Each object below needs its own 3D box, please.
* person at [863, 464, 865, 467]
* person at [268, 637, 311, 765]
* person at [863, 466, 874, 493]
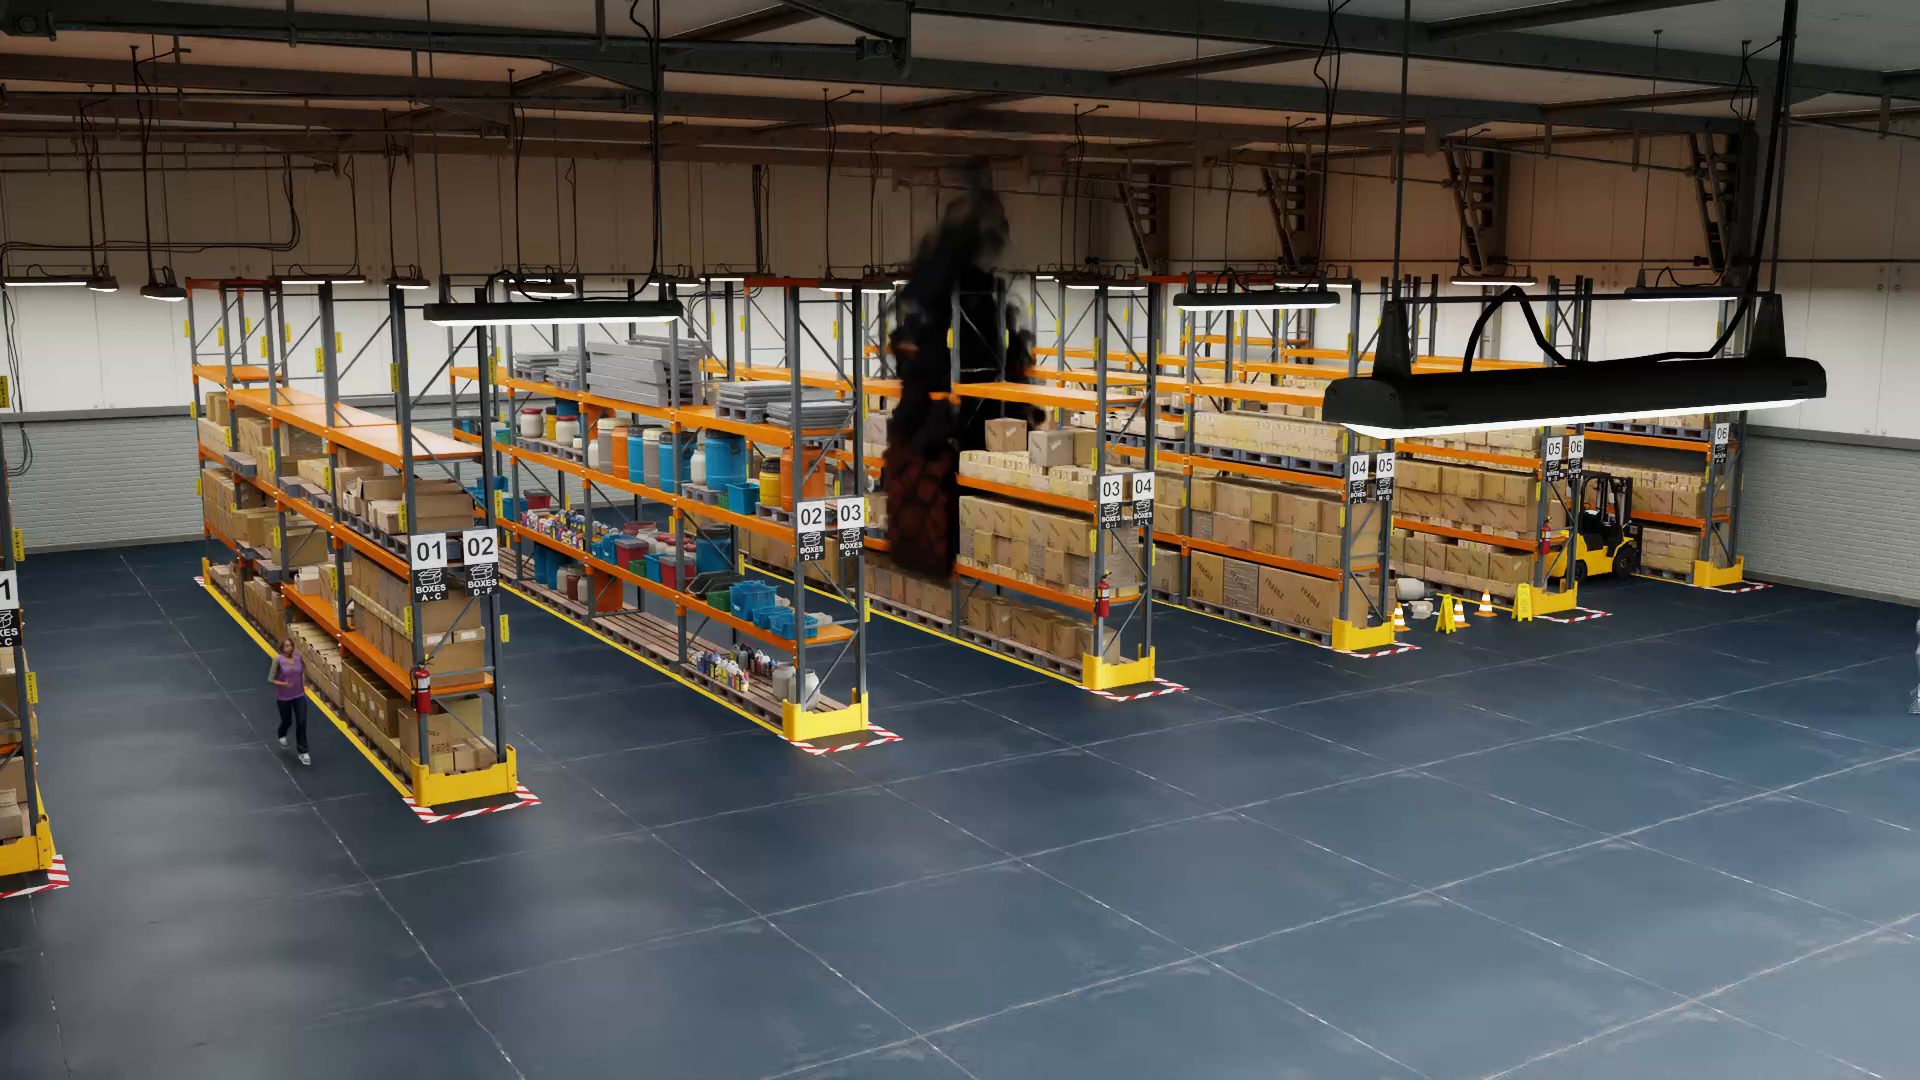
[{"bbox_3d":[-2.604,-1.558,41.986,0.817,1.717,0.942,-3,10,-18],"label":"person"},{"bbox_3d":[-8.528,2.009,21.176,0.540,1.597,0.879,-8,12,-39],"label":"person"},{"bbox_3d":[-2.339,-0.877,38.282,0.727,1.724,0.922,-3,10,-20],"label":"person"}]
